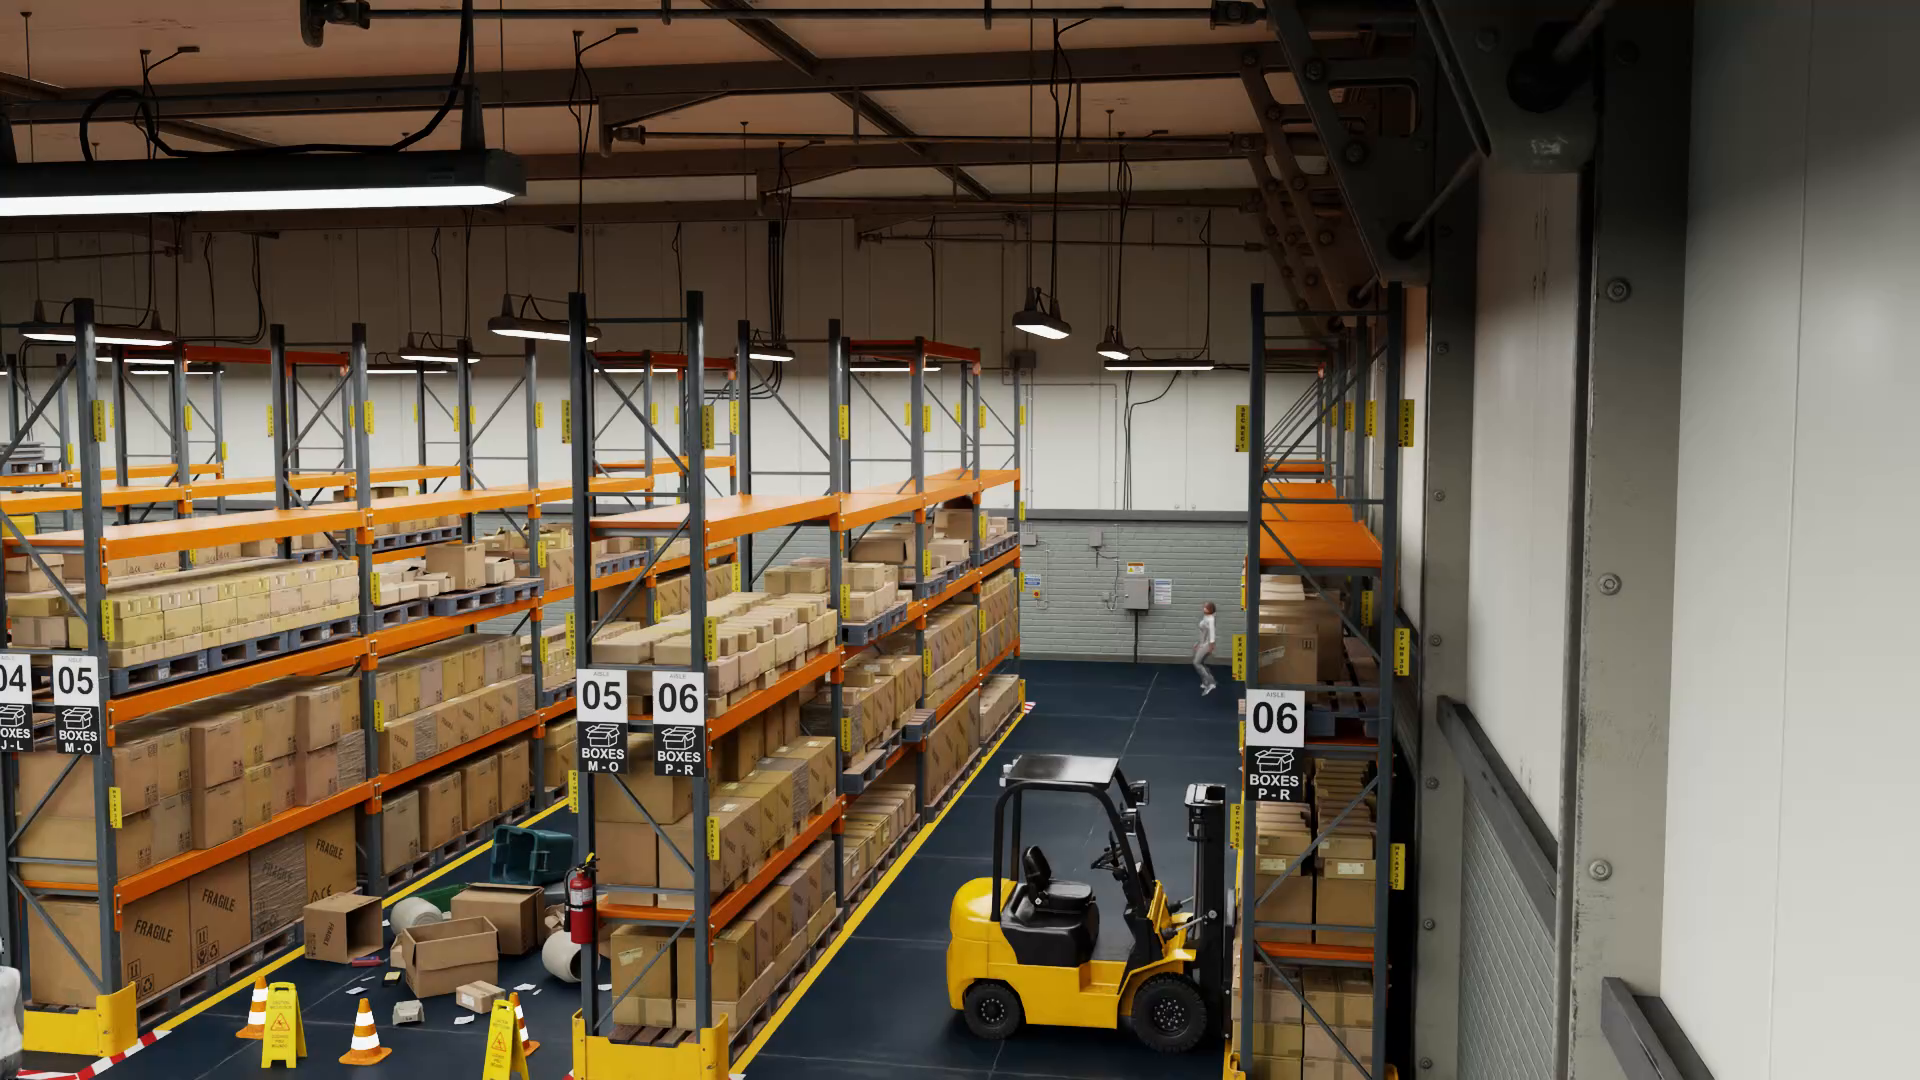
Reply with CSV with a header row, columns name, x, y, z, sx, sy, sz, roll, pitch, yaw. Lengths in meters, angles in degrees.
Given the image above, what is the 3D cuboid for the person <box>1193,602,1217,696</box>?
name,x,y,z,sx,sy,sz,roll,pitch,yaw
person,4.234,1.869,28.727,0.423,1.617,0.389,1,5,11

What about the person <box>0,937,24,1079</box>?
name,x,y,z,sx,sy,sz,roll,pitch,yaw
person,-6.353,3.417,10.854,0.399,1.810,0.648,0,5,5
